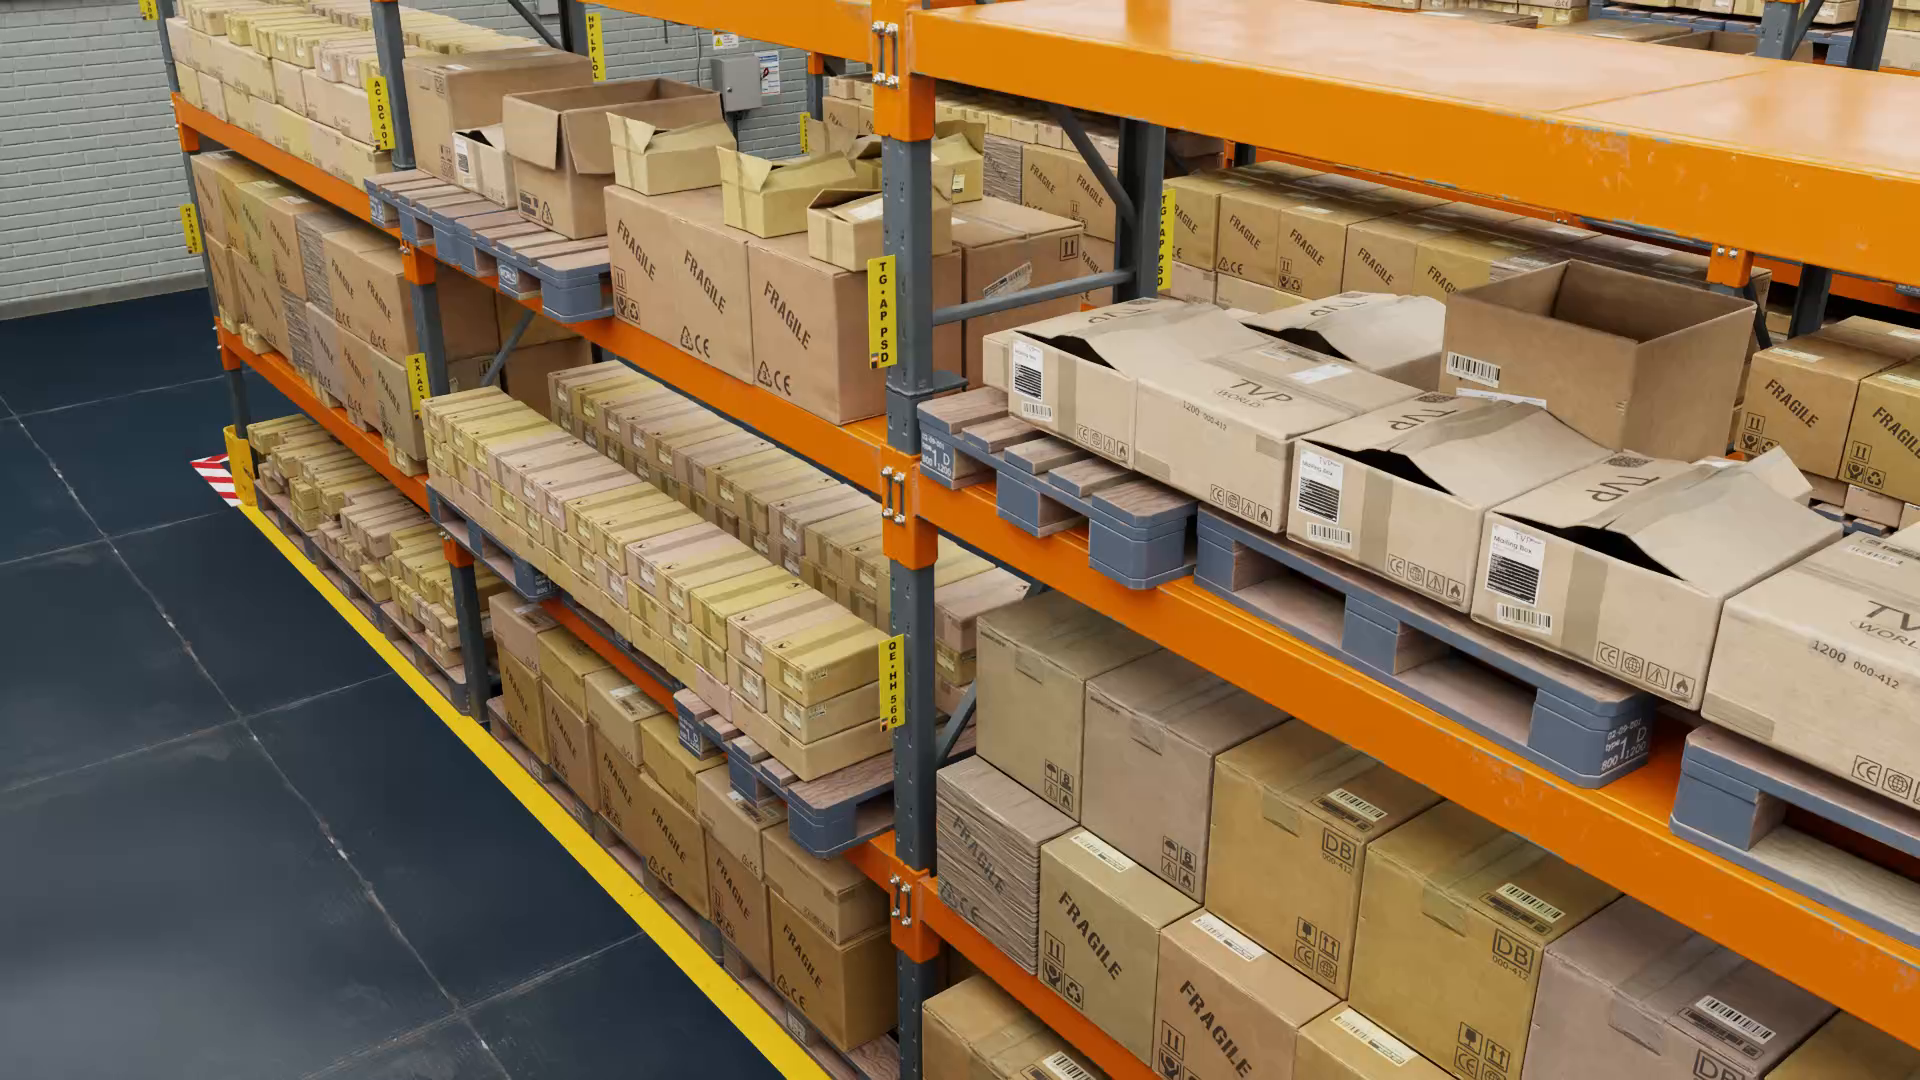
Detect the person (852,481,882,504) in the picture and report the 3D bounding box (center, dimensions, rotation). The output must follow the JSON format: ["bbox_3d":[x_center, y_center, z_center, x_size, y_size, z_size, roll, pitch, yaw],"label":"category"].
[{"bbox_3d":[-0.381,-0.407,10.128,0.577,1.647,0.581,-17,30,-33],"label":"person"}]
